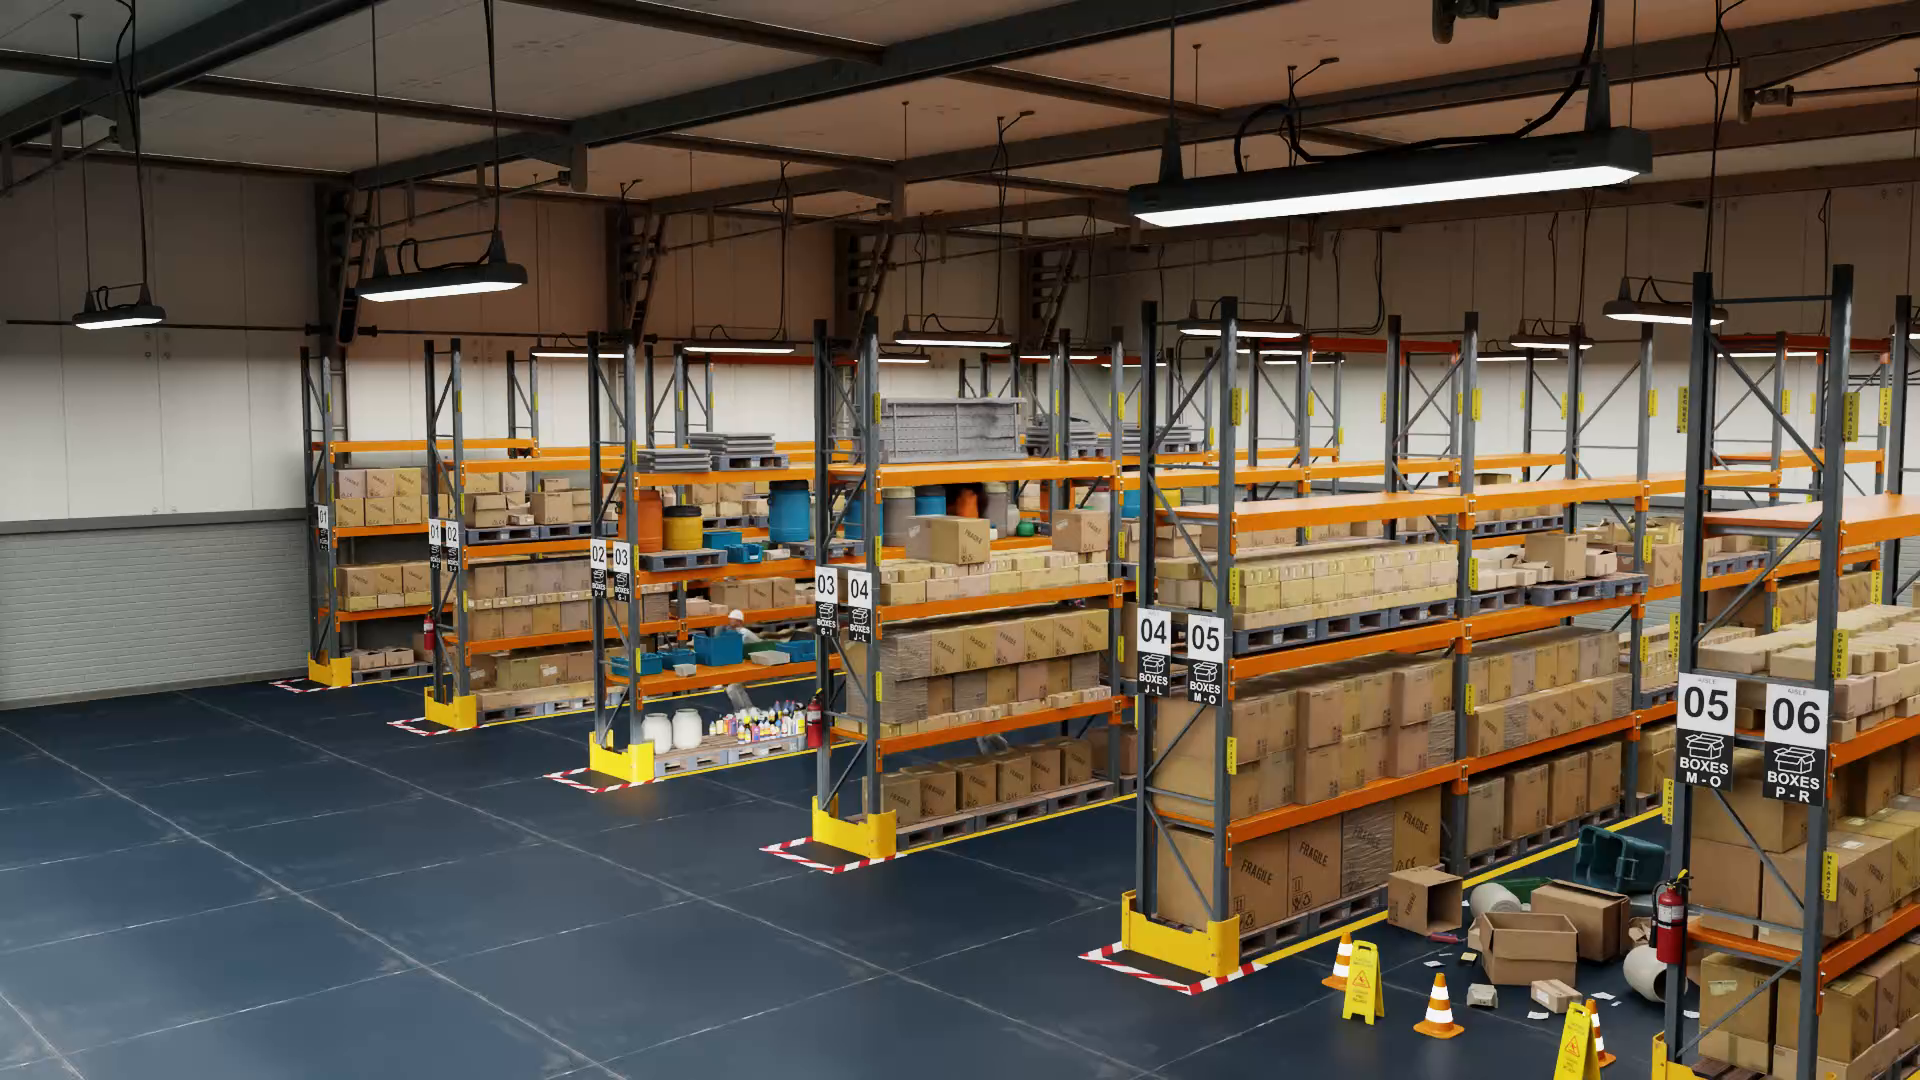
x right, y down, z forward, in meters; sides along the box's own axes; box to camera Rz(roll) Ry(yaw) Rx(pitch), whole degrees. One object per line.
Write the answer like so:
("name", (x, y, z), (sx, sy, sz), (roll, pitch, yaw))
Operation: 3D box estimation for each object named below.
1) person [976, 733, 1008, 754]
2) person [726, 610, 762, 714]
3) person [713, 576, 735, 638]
("person", (0.407, 2.333, 22.973), (0.561, 1.621, 0.584), (4, 6, 37))
("person", (-3.488, 2.010, 26.075), (0.733, 1.834, 0.671), (-5, 7, -44))
("person", (-4.505, 1.490, 32.518), (0.558, 1.673, 0.943), (5, 7, 43))
